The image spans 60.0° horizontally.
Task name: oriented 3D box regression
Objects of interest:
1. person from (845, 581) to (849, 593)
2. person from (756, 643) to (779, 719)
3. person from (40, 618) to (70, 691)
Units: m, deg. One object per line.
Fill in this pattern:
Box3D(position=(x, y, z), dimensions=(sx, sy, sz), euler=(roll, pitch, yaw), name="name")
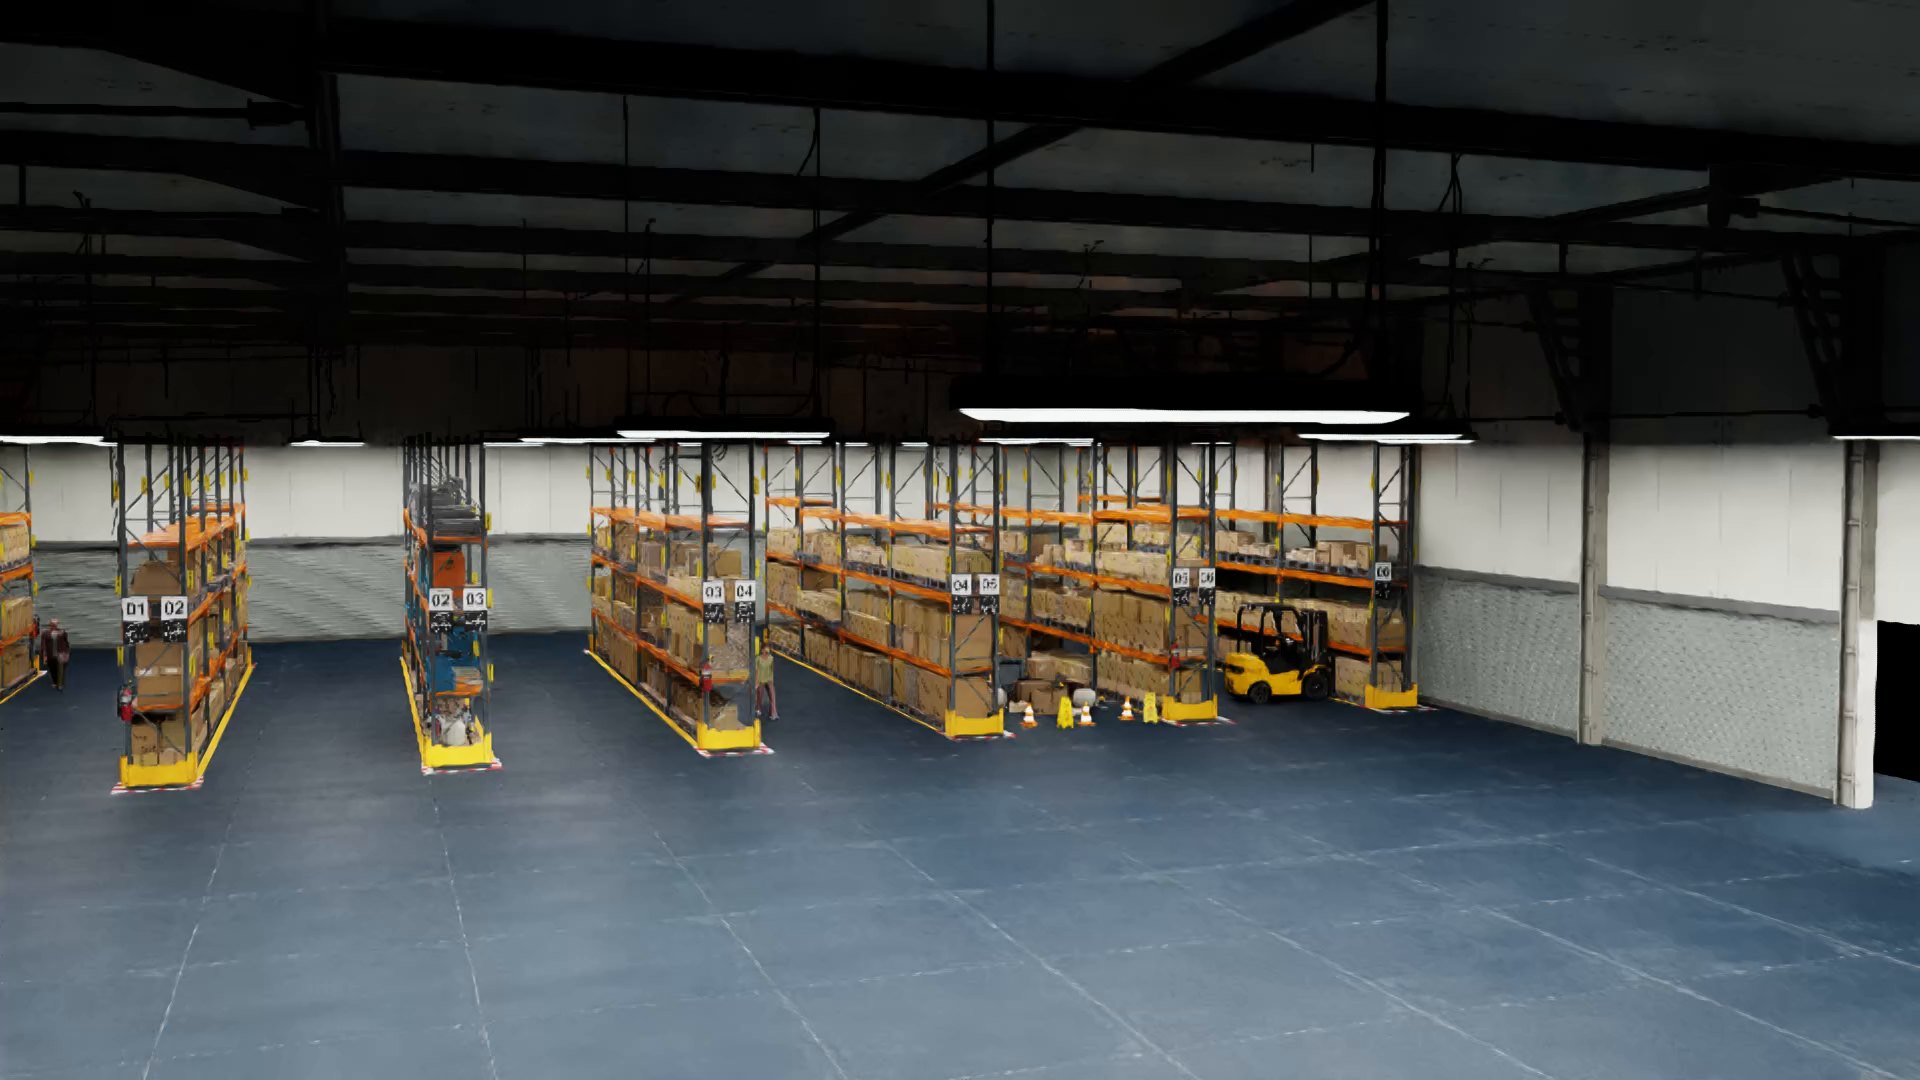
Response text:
Box3D(position=(-3.437, 2.081, 50.003), dimensions=(0.750, 1.764, 0.482), euler=(3, 4, 40), name="person")
Box3D(position=(-4.134, 2.963, 35.134), dimensions=(0.448, 1.590, 1.110), euler=(-1, 3, -18), name="person")
Box3D(position=(-21.277, 2.683, 39.091), dimensions=(0.601, 1.696, 1.184), euler=(-1, 3, -21), name="person")
